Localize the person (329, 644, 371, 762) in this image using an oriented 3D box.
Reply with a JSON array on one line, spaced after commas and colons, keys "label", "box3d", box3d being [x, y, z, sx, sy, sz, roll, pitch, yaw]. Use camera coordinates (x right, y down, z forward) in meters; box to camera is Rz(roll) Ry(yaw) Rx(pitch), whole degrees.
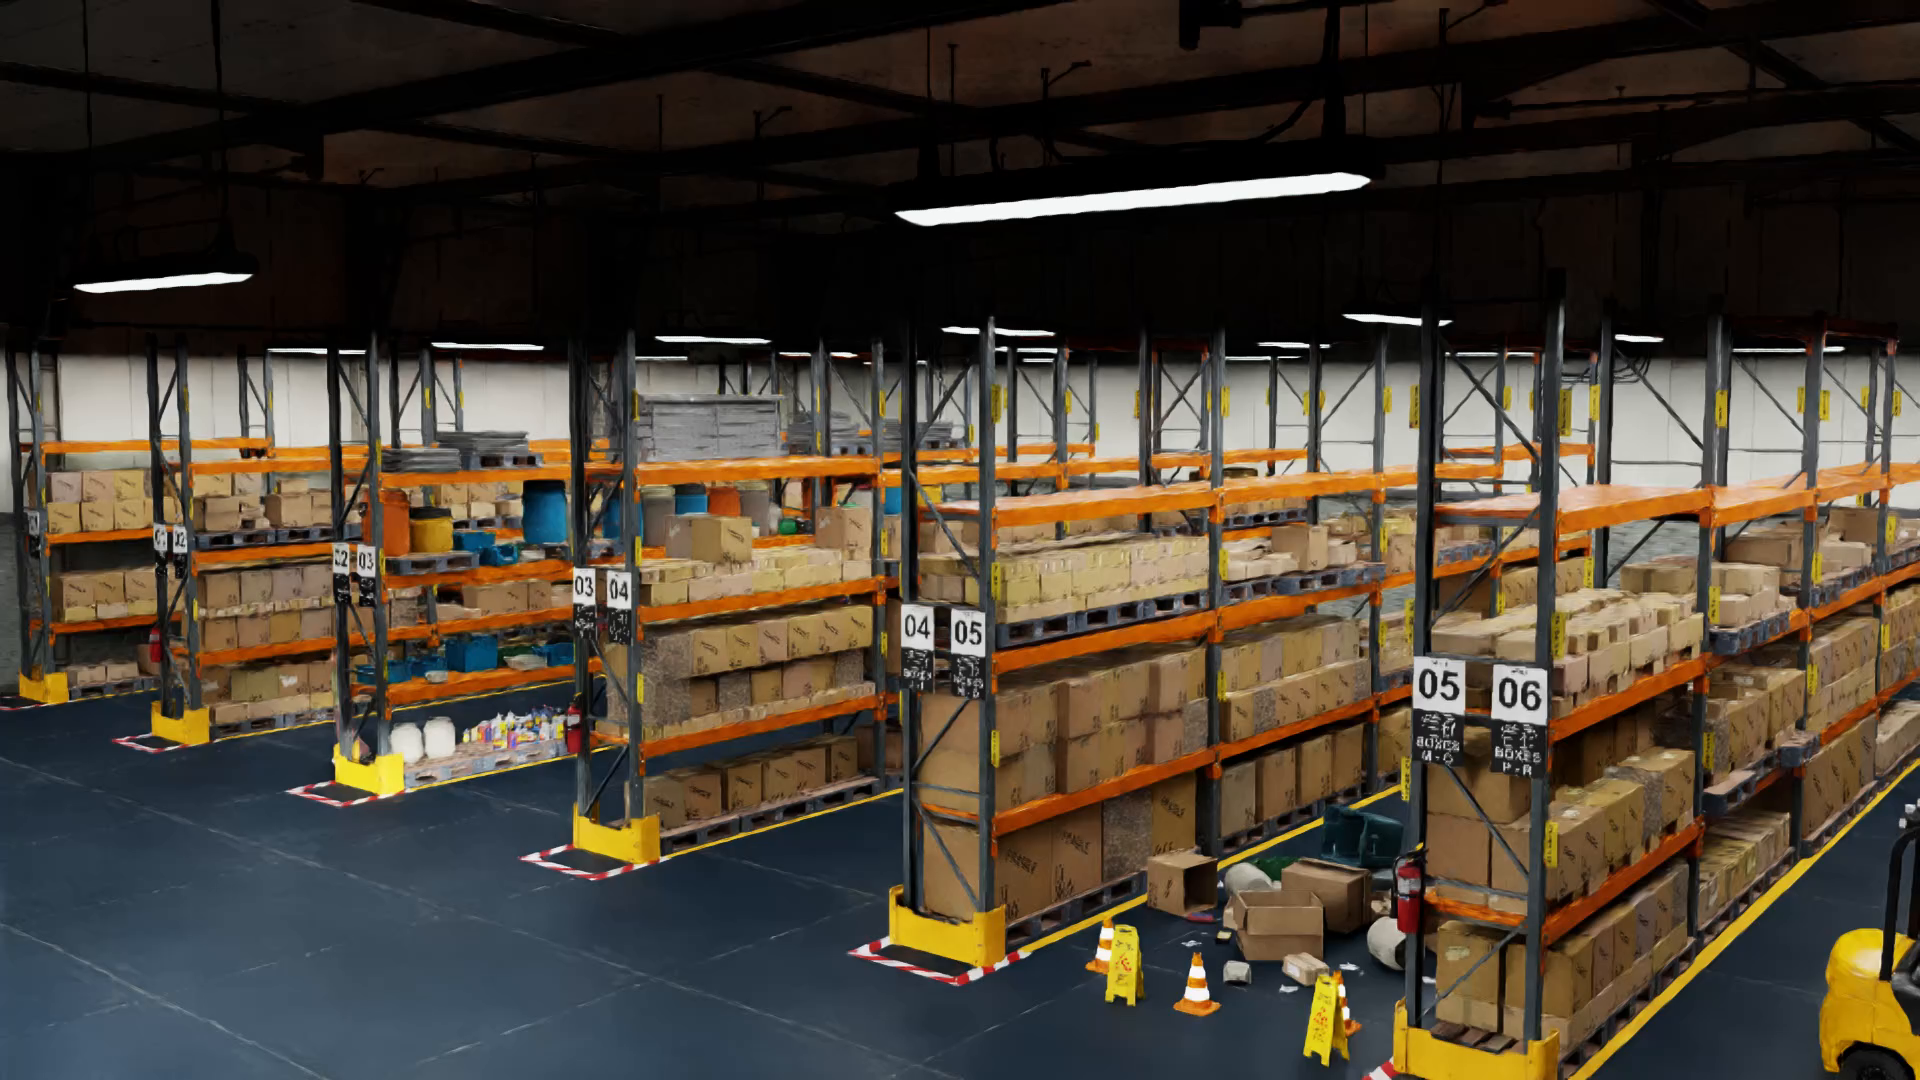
[{"label": "person", "box3d": [-8.469, 2.268, 23.072, 0.535, 1.659, 0.514, -1, 5, -15]}]
